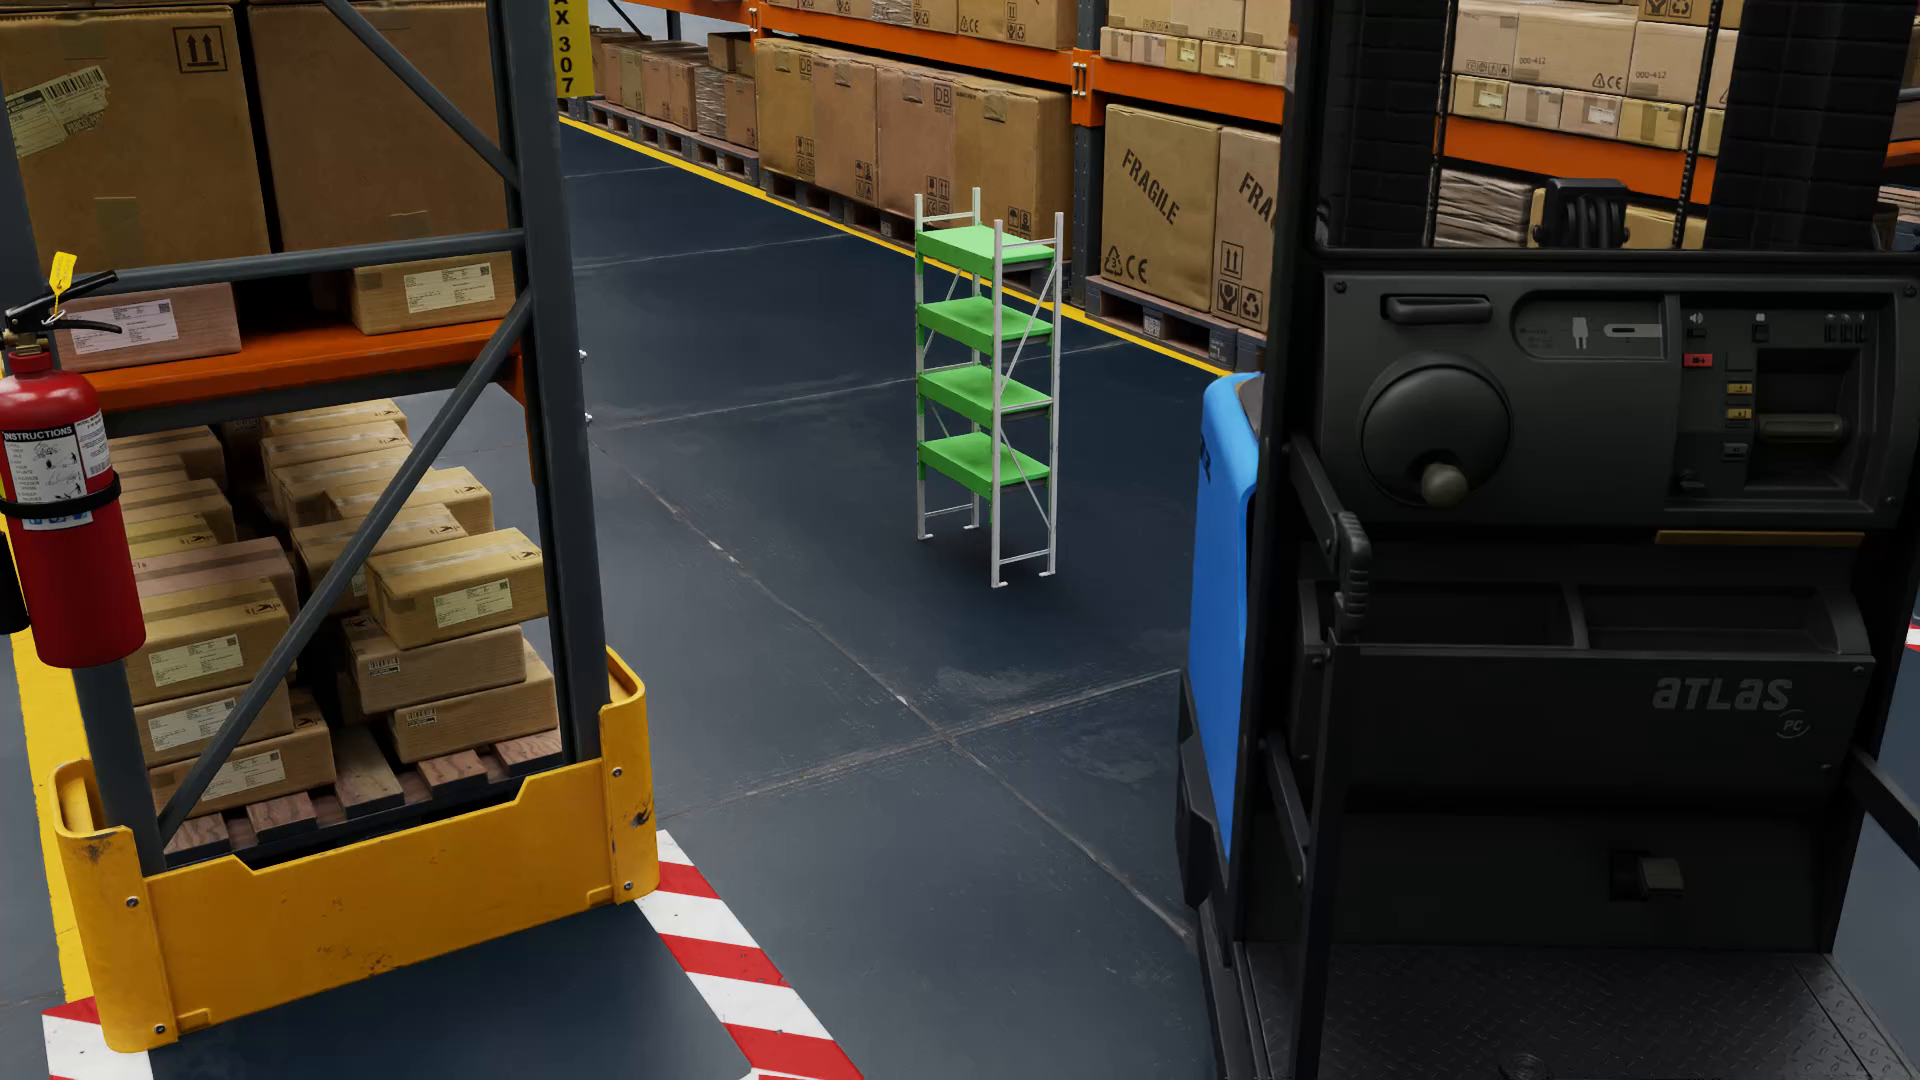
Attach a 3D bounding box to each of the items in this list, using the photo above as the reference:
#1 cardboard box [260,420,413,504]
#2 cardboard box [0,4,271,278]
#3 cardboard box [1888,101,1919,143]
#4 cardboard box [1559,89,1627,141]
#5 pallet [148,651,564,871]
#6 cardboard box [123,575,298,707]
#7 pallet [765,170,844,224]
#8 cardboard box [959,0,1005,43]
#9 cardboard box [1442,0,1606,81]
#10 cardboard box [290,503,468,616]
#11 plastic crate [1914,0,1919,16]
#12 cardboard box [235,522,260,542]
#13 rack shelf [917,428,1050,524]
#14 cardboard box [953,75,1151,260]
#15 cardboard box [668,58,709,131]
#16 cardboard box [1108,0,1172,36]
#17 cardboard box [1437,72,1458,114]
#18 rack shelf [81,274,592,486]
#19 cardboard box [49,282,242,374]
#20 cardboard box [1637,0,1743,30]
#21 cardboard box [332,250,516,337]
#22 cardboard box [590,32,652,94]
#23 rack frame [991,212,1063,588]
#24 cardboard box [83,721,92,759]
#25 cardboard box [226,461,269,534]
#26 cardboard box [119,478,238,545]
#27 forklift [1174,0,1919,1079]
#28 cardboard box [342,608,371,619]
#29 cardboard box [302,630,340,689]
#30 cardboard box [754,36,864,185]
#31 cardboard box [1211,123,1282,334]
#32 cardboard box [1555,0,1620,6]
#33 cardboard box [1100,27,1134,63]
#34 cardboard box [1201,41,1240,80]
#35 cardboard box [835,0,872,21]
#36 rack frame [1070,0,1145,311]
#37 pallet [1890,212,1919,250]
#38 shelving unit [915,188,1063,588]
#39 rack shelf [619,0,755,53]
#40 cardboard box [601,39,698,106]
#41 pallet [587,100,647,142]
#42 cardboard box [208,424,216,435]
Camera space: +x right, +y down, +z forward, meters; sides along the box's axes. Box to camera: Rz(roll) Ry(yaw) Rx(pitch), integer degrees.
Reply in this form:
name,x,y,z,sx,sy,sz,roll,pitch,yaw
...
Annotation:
name,x,y,z,sx,sy,sz,roll,pitch,yaw
cardboard box,-1.793,-0.217,4.799,0.380,0.149,0.250,-12,25,-26
cardboard box,-1.674,-0.784,3.229,0.500,0.500,0.500,-12,25,-27
cardboard box,3.195,-1.487,5.820,0.380,0.149,0.250,-12,25,-28
cardboard box,2.366,-1.526,5.917,0.380,0.149,0.250,-13,25,-28
pallet,-1.646,0.494,4.317,1.003,0.211,1.213,-13,25,-28
cardboard box,-1.711,0.224,3.715,0.380,0.149,0.250,-12,25,-28
pallet,-0.656,-2.453,11.567,1.003,0.211,1.213,-13,25,-28
cardboard box,0.329,-3.027,9.142,0.500,0.500,0.500,-12,25,-27
cardboard box,2.098,-1.928,6.376,0.500,0.250,0.500,-14,26,-30
cardboard box,-1.443,0.046,4.154,0.380,0.149,0.250,-12,25,-27
plastic crate,5.548,-3.393,10.011,0.402,0.464,0.583,-13,25,-28
cardboard box,-2.053,0.094,4.430,0.380,0.149,0.250,-13,25,-29
rack shelf,0.085,-0.221,5.568,0.258,0.148,0.480,-13,25,-28
cardboard box,0.706,-2.134,9.341,1.225,0.875,0.875,-13,25,-28
cardboard box,-1.943,-3.633,13.501,0.700,0.500,0.500,-10,24,-24
cardboard box,1.064,-2.586,7.994,0.500,0.250,0.500,-13,26,-29
cardboard box,1.972,-1.775,6.528,0.380,0.149,0.250,-13,25,-28
rack shelf,-2.244,-0.818,4.796,1.077,0.370,4.000,-13,25,-28
cardboard box,-1.632,-0.439,3.241,0.380,0.149,0.250,-13,25,-28
cardboard box,2.618,-1.948,5.429,0.500,0.500,0.500,-12,25,-28
cardboard box,-1.106,-0.555,3.528,0.380,0.149,0.250,-13,25,-29
cardboard box,-3.207,-4.483,15.620,0.500,0.500,0.500,-13,26,-30
rack frame,0.209,-0.423,5.259,0.240,1.200,0.015,-13,25,-28
cardboard box,-1.889,0.428,4.003,0.380,0.149,0.250,-12,25,-27
cardboard box,-1.991,-0.148,5.024,0.380,0.149,0.250,-11,25,-26
cardboard box,-2.109,-0.024,4.325,0.380,0.149,0.250,-14,26,-30
forklift,1.033,-0.206,2.426,1.130,2.935,3.031,1,22,2
cardboard box,-1.361,0.166,4.253,0.380,0.149,0.250,-13,25,-28
cardboard box,-1.552,0.243,4.458,0.380,0.149,0.250,-12,25,-28
cardboard box,-0.659,-2.998,11.467,1.225,0.875,0.875,-14,26,-31
cardboard box,1.778,-1.410,7.561,0.875,0.875,0.875,-13,25,-28
cardboard box,2.555,-2.031,6.629,0.500,0.250,0.500,-14,26,-30
cardboard box,0.915,-2.444,8.174,0.380,0.149,0.250,-13,25,-28
cardboard box,1.320,-2.189,7.547,0.380,0.149,0.250,-13,26,-30
cardboard box,-0.449,-3.520,10.355,0.500,0.500,0.500,-13,26,-29
rack frame,1.050,-2.720,8.520,1.000,3.000,0.127,-13,25,-28
pallet,6.344,-1.755,9.849,1.003,0.211,1.213,-13,25,-28
shelving unit,0.085,-0.502,5.454,0.258,1.200,0.503,-13,25,-28
rack shelf,-2.015,-4.329,13.434,1.077,0.370,4.000,-13,25,-28
cardboard box,-2.742,-4.153,14.780,0.700,0.500,0.500,-15,26,-32
pallet,-2.638,-3.766,14.797,1.003,0.211,1.213,-13,25,-28
cardboard box,-2.487,-0.501,5.894,0.380,0.149,0.250,-12,25,-28
